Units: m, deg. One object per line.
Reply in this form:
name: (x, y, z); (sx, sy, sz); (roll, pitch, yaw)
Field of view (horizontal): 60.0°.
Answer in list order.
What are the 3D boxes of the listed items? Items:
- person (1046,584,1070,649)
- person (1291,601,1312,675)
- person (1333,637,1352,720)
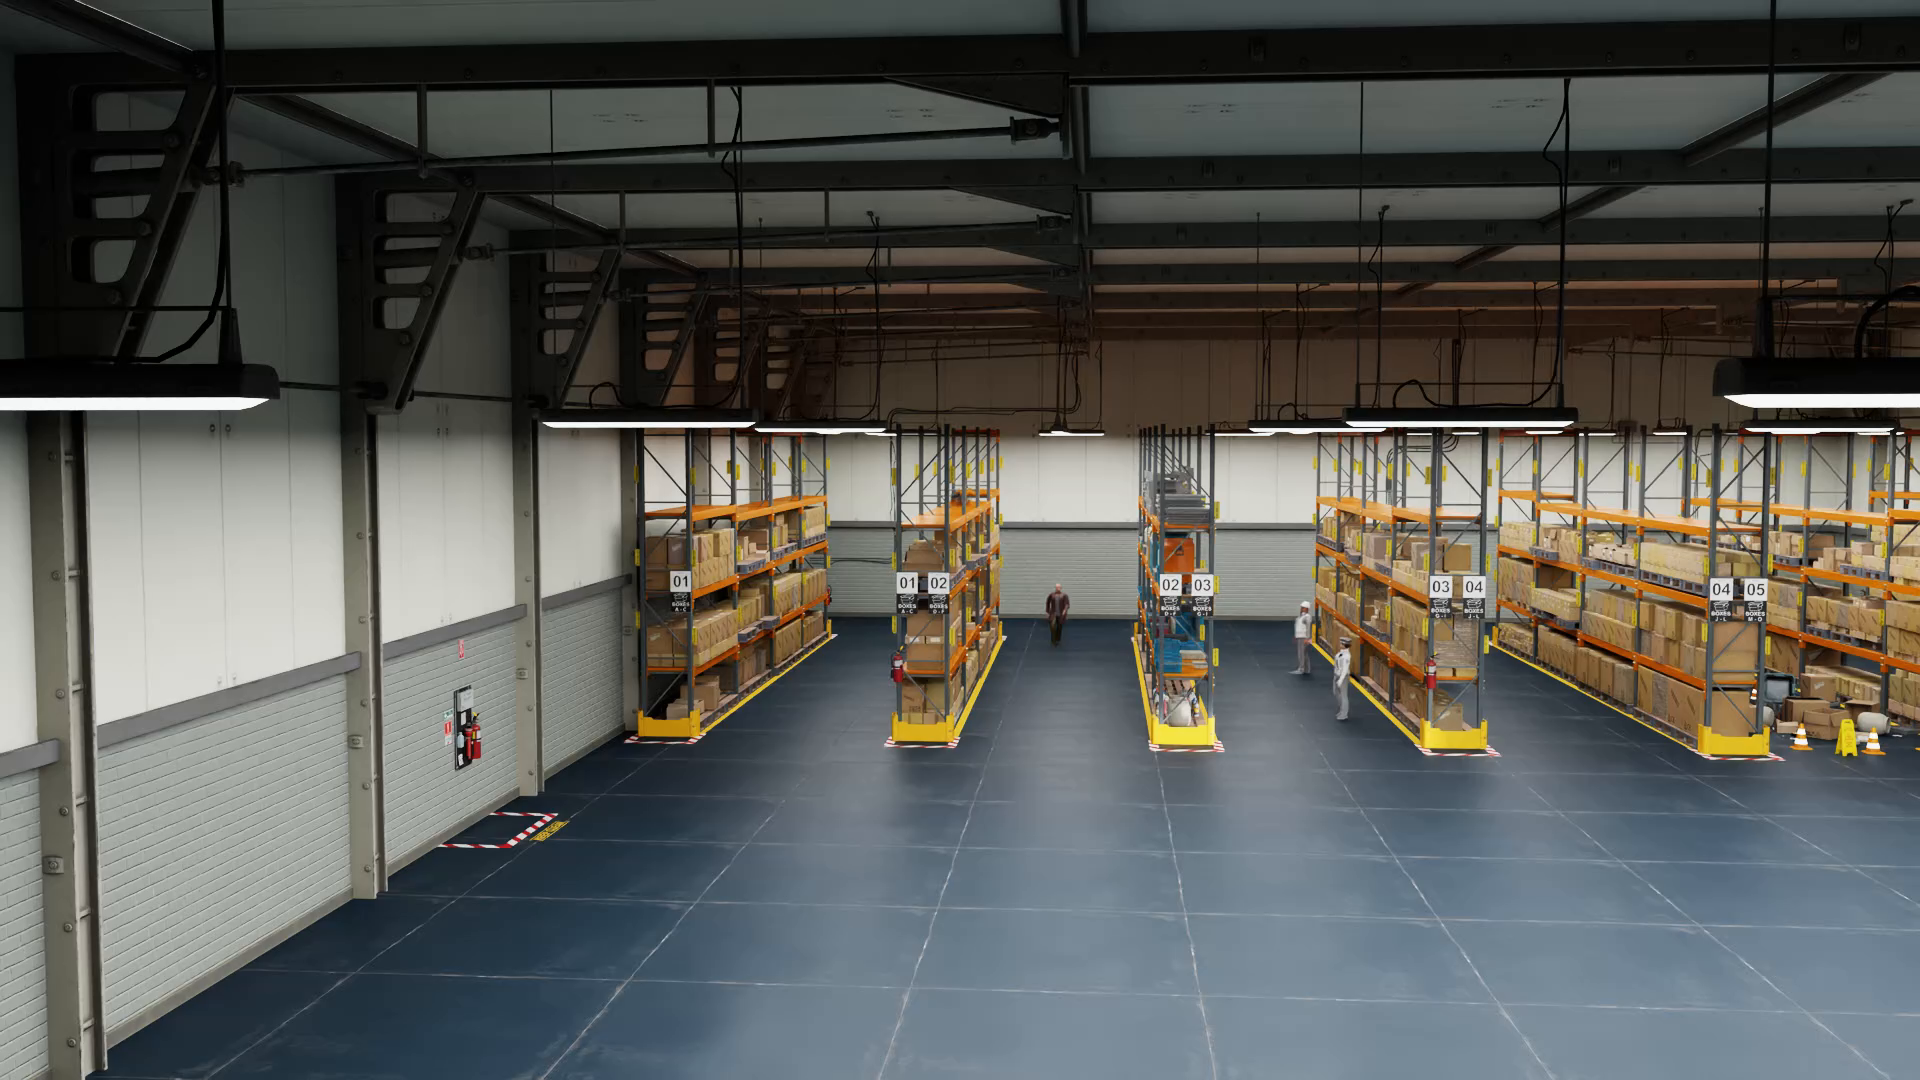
person: (2.691, 2.108, 45.811); (0.653, 1.814, 0.932); (0, 3, 4)
person: (8.320, 2.375, 40.507); (0.471, 1.772, 0.537); (1, 4, 9)
person: (7.820, 2.828, 34.057); (0.380, 1.710, 0.571); (-1, 4, -11)
